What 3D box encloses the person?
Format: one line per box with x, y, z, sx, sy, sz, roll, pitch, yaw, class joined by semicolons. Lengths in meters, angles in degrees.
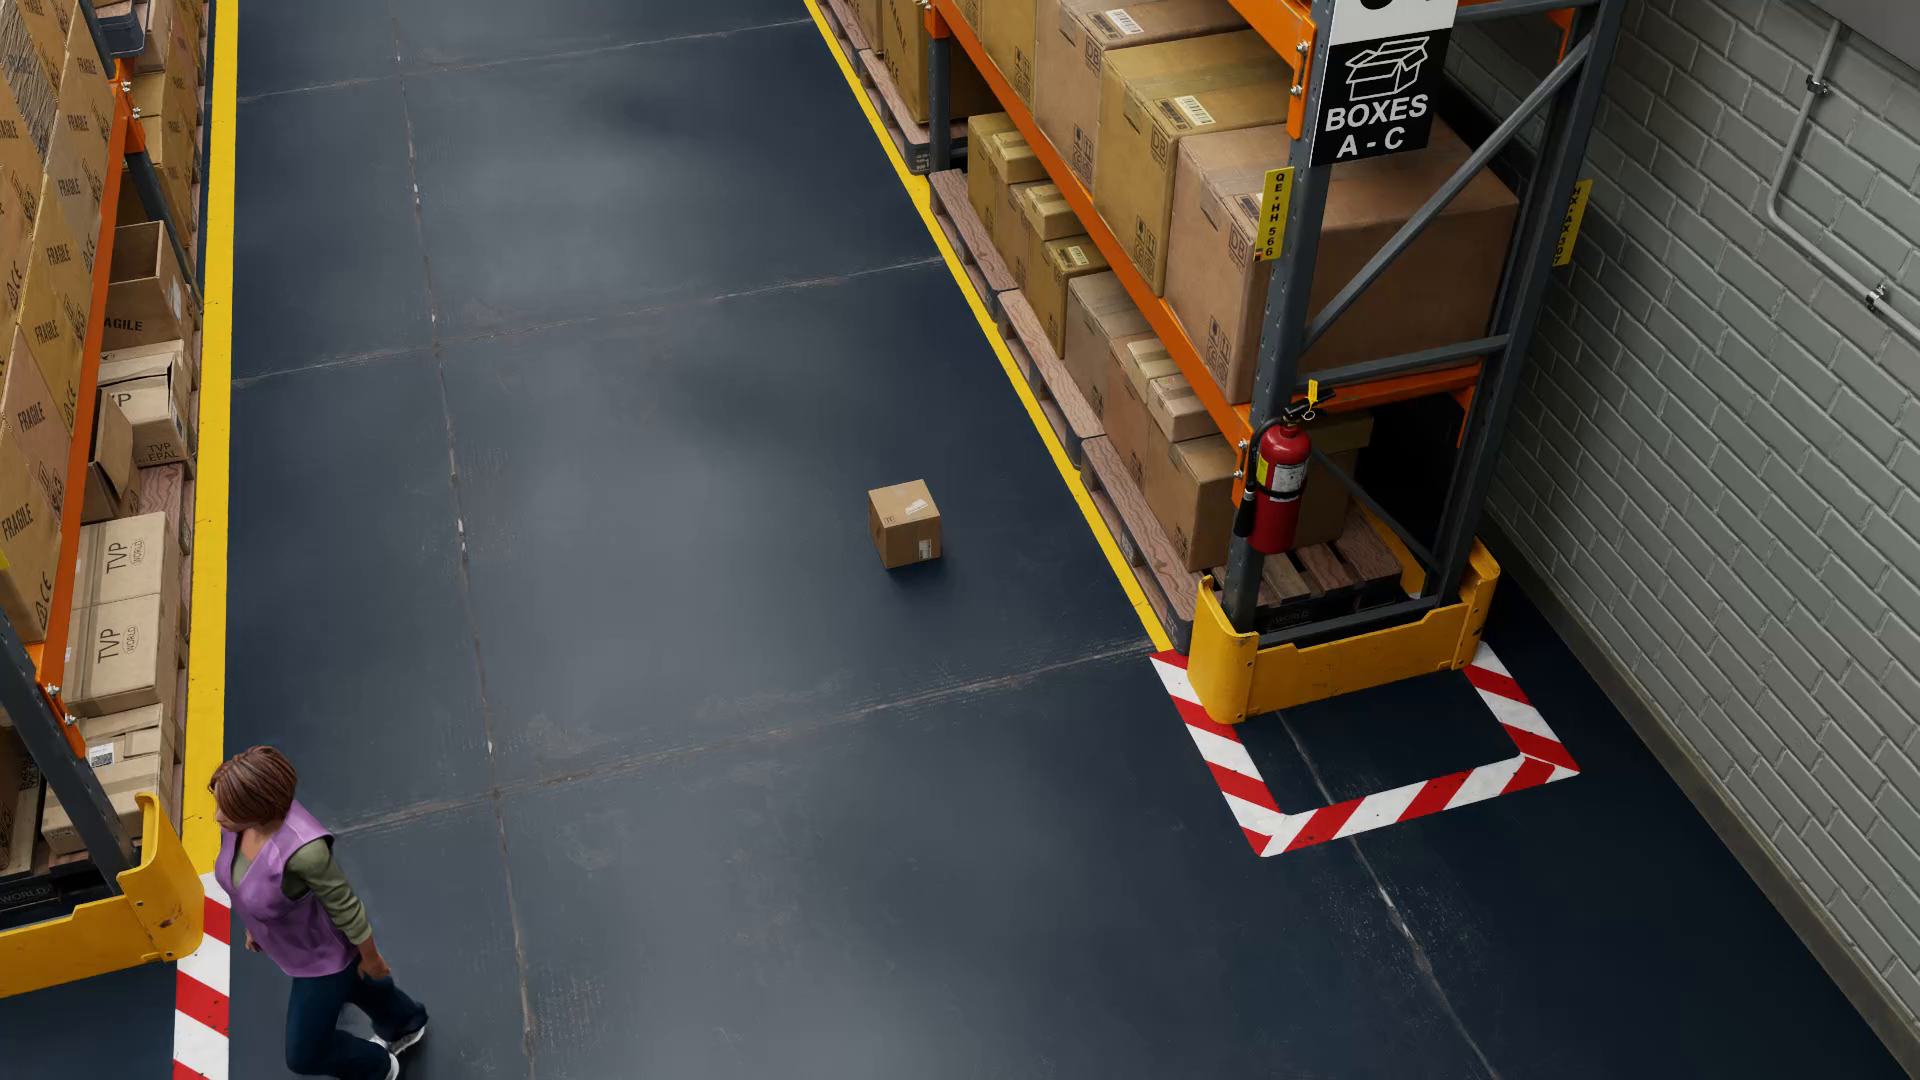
-1.885;1.165;4.905;0.433;1.629;0.367;32;51;30;person
